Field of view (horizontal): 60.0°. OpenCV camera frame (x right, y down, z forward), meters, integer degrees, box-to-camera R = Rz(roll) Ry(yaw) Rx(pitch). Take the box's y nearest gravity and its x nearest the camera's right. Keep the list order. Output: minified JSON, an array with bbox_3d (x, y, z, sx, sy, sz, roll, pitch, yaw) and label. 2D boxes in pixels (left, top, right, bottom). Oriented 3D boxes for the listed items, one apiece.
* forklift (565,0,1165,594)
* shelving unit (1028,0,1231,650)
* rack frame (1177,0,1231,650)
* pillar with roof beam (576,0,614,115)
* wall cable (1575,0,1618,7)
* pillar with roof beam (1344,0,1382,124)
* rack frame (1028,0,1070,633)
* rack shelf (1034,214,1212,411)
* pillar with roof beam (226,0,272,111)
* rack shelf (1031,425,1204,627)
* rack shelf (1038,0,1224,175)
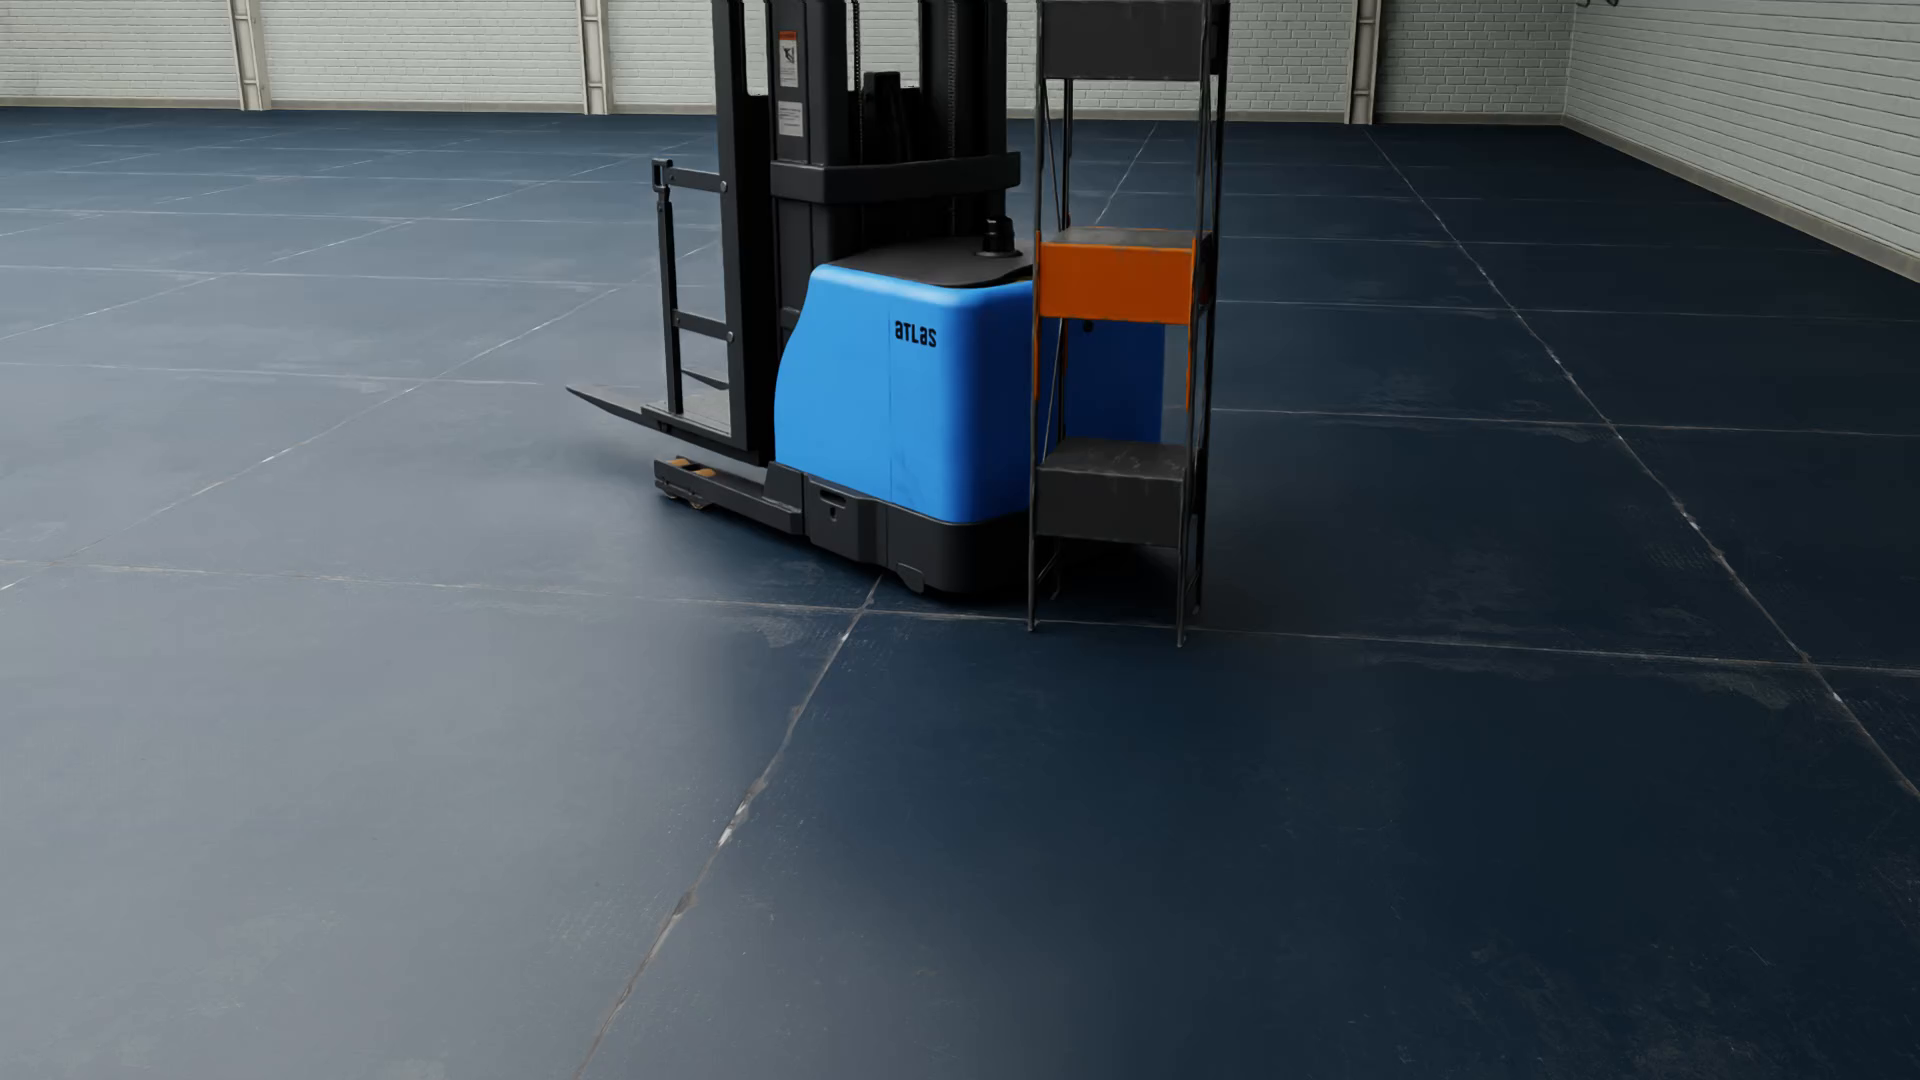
[{"bbox_3d":[-0.597,-1.602,6.473,1.130,2.935,3.031,-15,24,-38],"label":"forklift"},{"bbox_3d":[0.518,-0.732,5.181,0.503,2.100,0.431,5,19,16],"label":"shelving unit"},{"bbox_3d":[0.752,-0.710,5.115,0.015,2.100,0.400,5,19,16],"label":"rack frame"},{"bbox_3d":[-6.520,-9.814,21.454,0.400,9.000,9.100,3,19,9],"label":"pillar with roof beam"},{"bbox_3d":[8.710,-8.524,22.491,0.112,2.526,3.097,3,19,9],"label":"wall cable"},{"bbox_3d":[5.328,-9.211,19.649,0.400,9.000,9.100,3,19,9],"label":"pillar with roof beam"},{"bbox_3d":[0.284,-0.754,5.248,0.015,2.100,0.400,5,19,16],"label":"rack frame"},{"bbox_3d":[0.518,-0.719,5.186,0.480,0.518,0.431,5,19,16],"label":"rack shelf"},{"bbox_3d":[-12.444,-10.116,22.356,0.400,9.000,9.100,3,19,9],"label":"pillar with roof beam"},{"bbox_3d":[0.518,-0.055,5.408,0.480,0.518,0.431,5,19,16],"label":"rack shelf"},{"bbox_3d":[0.518,-1.383,4.964,0.480,0.518,0.431,5,19,16],"label":"rack shelf"}]
